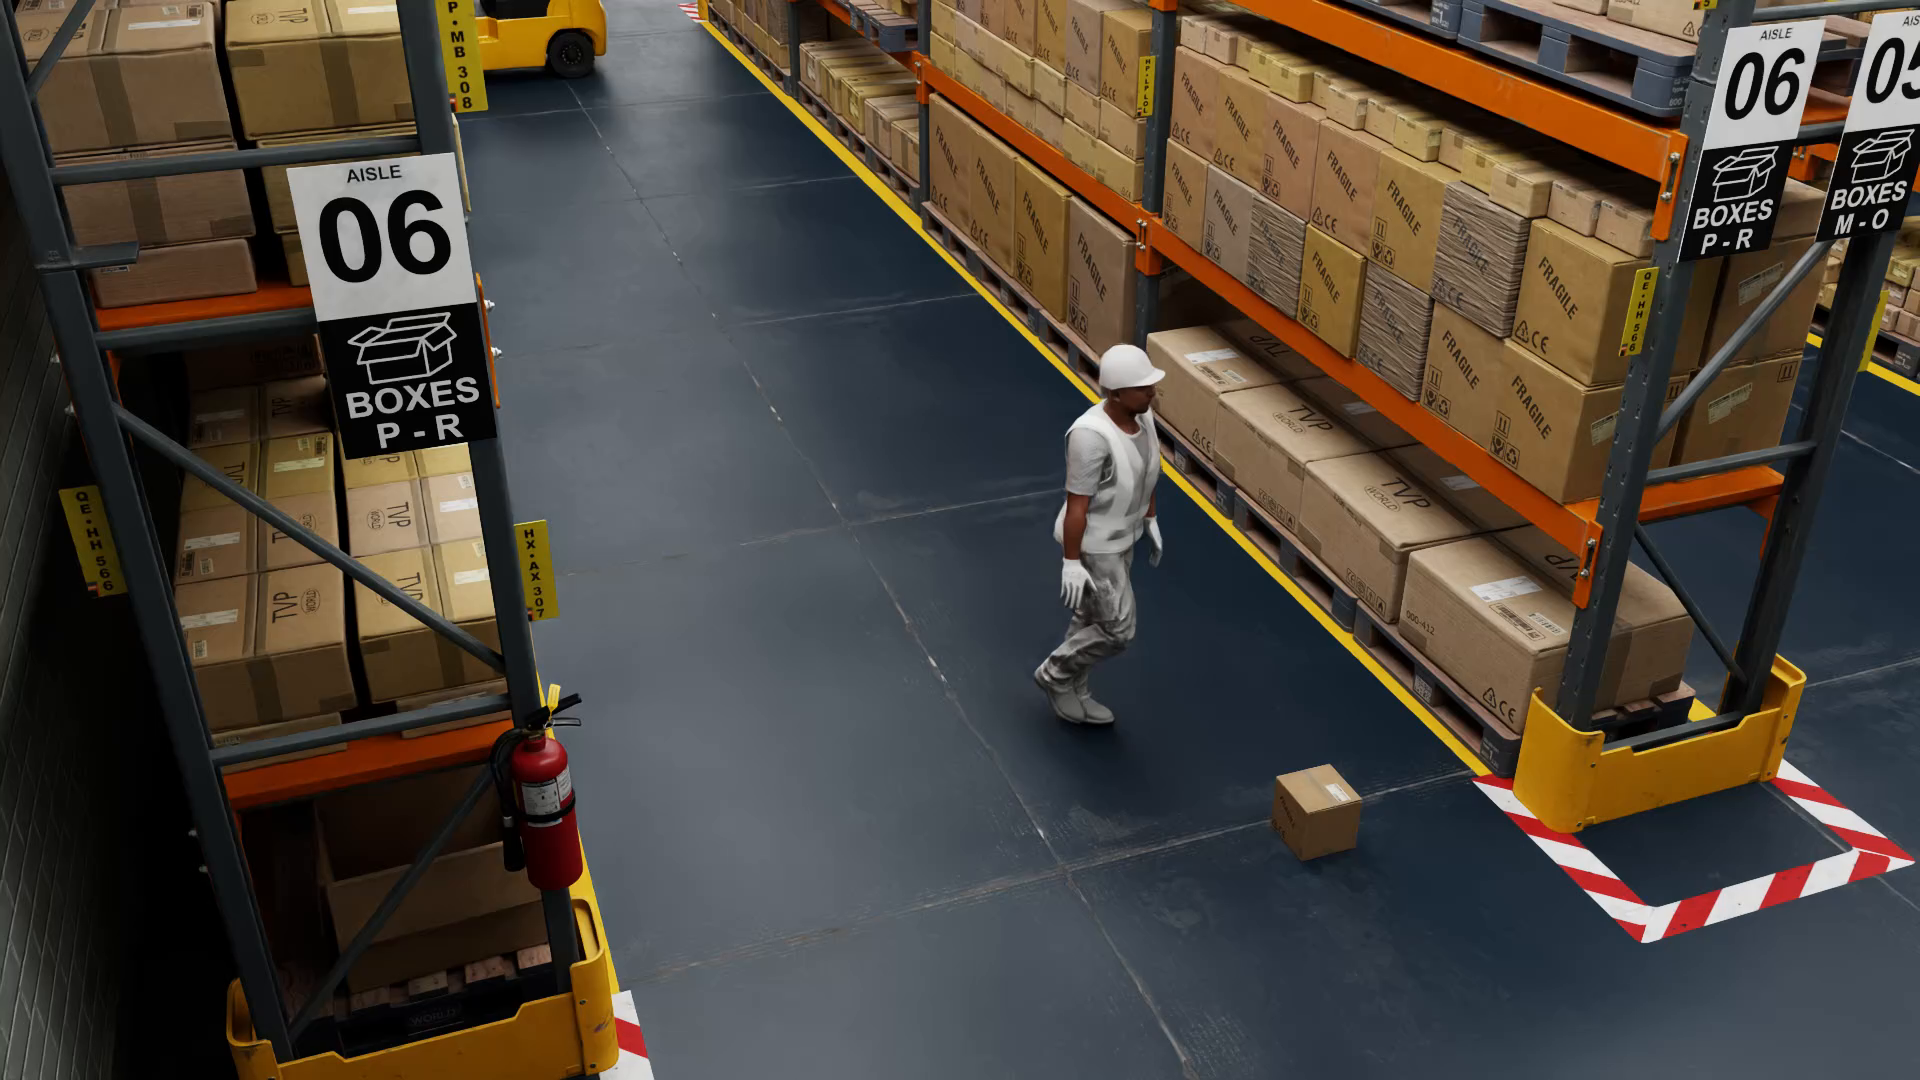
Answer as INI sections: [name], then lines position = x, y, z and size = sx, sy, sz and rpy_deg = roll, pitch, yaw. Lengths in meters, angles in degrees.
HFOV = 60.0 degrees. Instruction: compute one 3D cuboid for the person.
[person]
position = 0.593, 0.015, 7.048
size = 0.469, 1.776, 0.685
rpy_deg = 17, 34, 27
